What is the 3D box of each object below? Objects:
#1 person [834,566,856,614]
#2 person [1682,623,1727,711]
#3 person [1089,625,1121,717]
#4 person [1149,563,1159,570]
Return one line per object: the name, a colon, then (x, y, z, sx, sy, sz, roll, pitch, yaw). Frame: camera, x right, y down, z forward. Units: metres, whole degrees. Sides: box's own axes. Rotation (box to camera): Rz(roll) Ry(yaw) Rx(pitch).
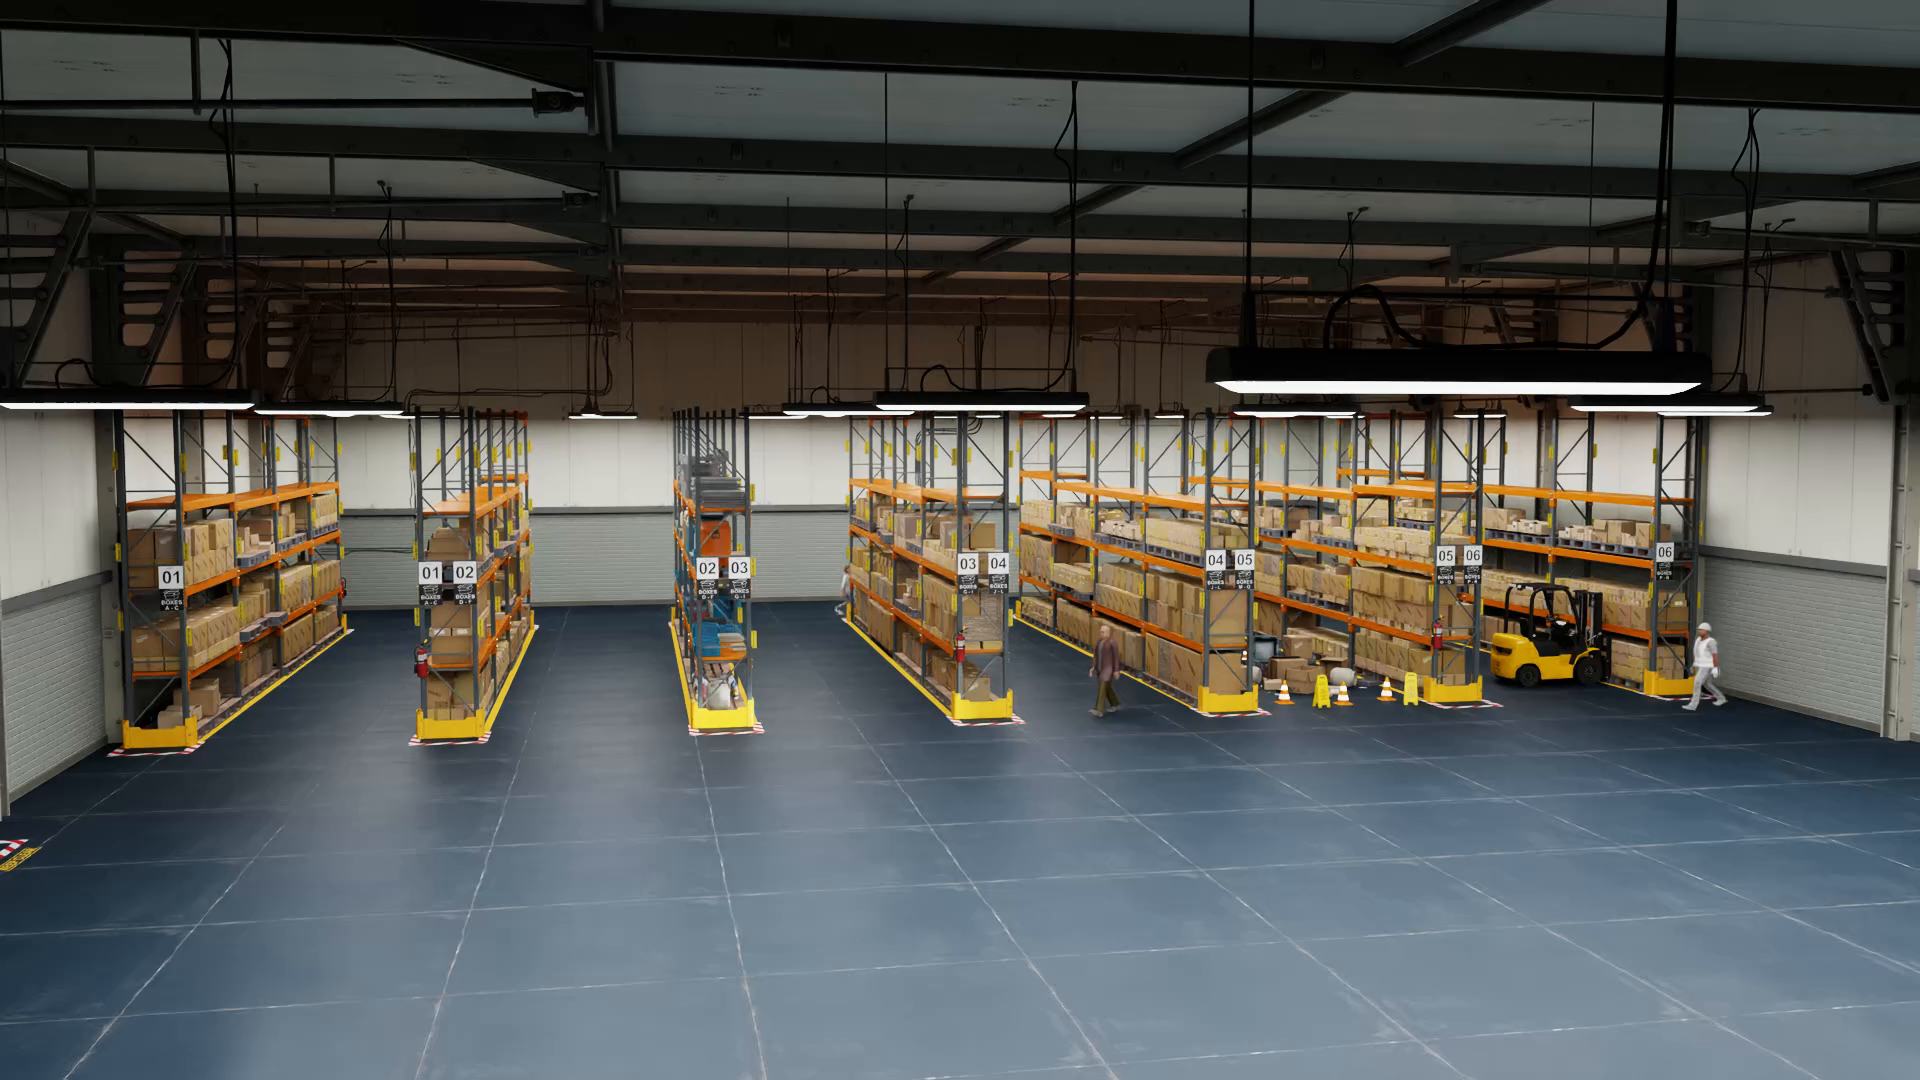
person: (-3.224, 1.494, 48.917, 1.004, 1.494, 0.389, 1, 4, 8)
person: (14.767, 2.507, 32.941, 1.065, 1.745, 0.553, -1, 4, -9)
person: (2.812, 2.544, 32.478, 0.978, 1.755, 0.566, -2, 5, -30)
person: (5.963, 1.320, 50.673, 1.016, 1.591, 0.480, -1, 4, -13)
